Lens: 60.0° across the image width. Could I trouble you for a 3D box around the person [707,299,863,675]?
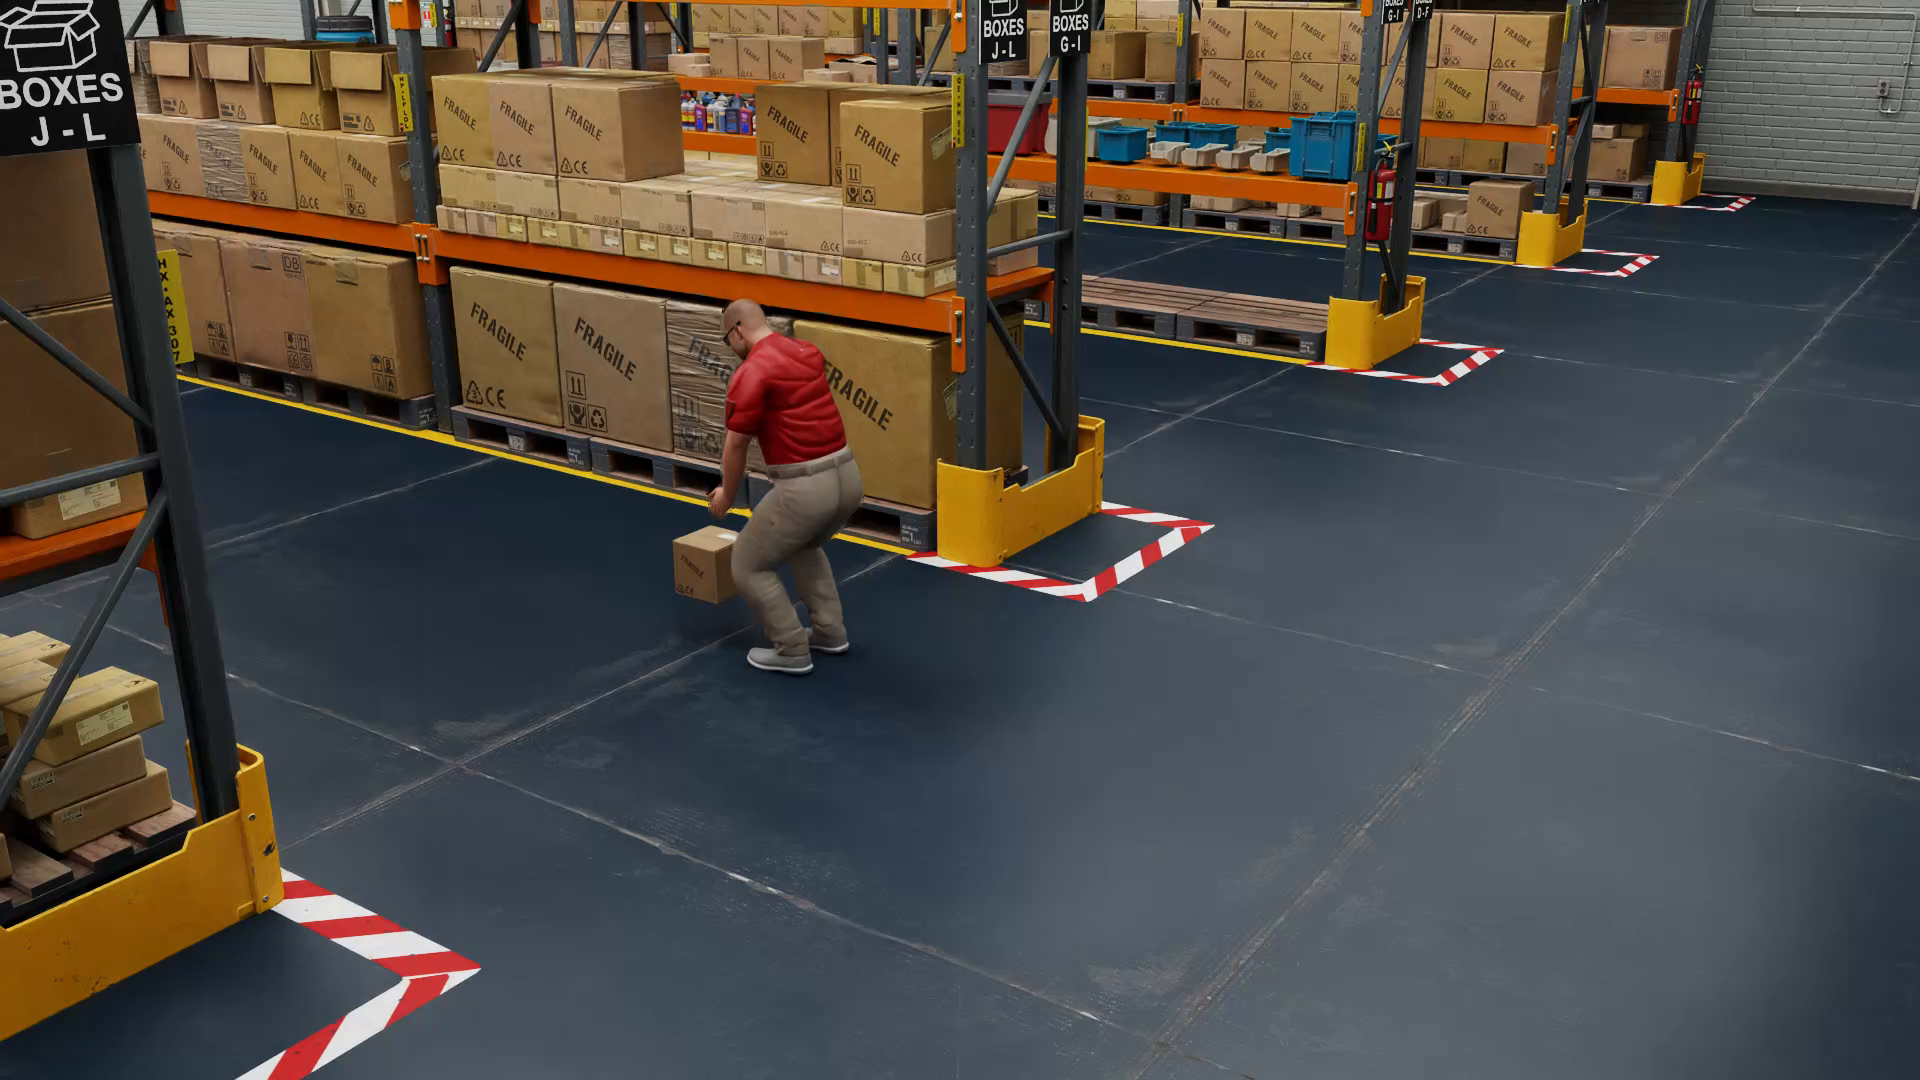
[{"bbox_3d":[-0.726,-0.214,6.956,0.574,1.567,0.581,13,24,33],"label":"person"}]
